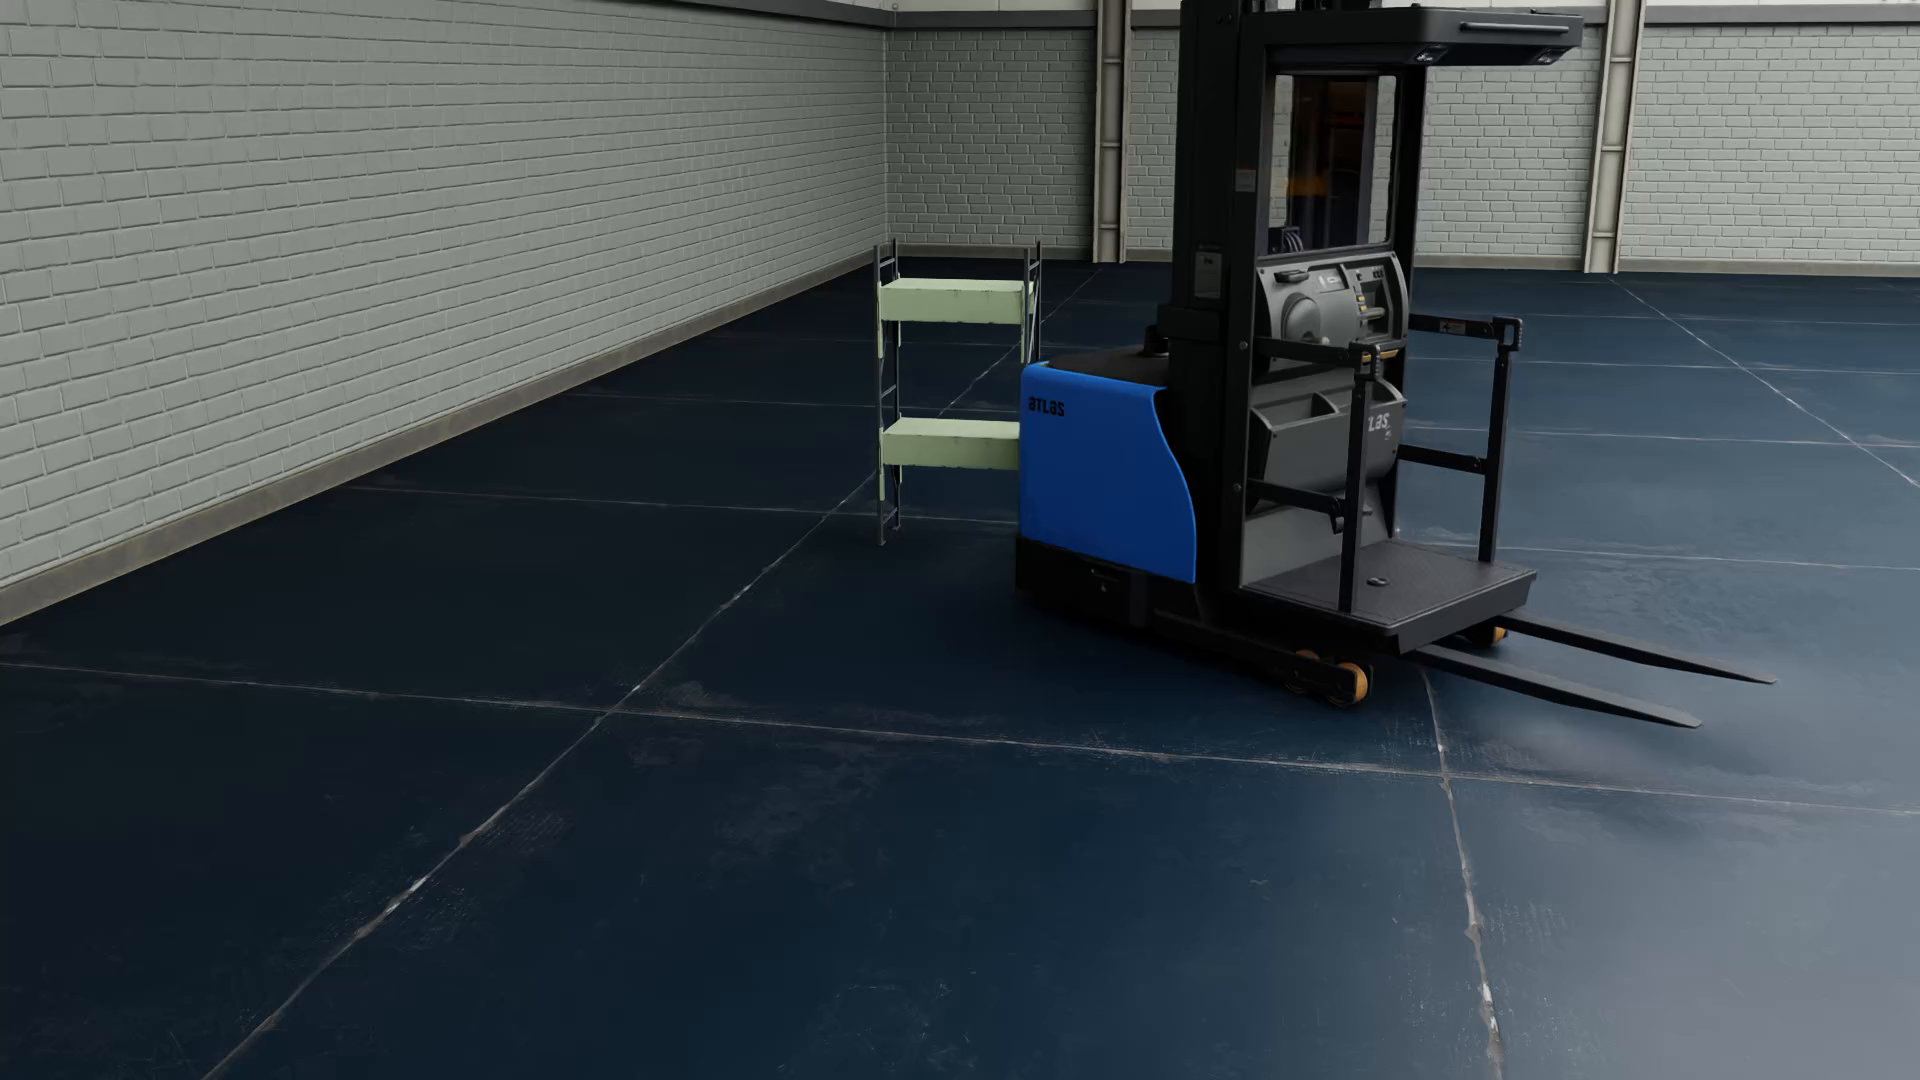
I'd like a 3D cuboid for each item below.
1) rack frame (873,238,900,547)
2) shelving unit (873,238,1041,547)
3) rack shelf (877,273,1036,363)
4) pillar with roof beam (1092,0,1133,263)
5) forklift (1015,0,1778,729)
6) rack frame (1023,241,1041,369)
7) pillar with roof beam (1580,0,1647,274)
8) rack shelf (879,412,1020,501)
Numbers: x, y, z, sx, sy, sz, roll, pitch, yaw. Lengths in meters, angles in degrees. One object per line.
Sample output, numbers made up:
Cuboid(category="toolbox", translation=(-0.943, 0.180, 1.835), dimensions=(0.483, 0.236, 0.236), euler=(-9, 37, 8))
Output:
Cuboid(category="rack frame", translation=(-0.365, -0.743, 8.363), dimensions=(0.023, 1.500, 0.400), euler=(3, 16, 11))
Cuboid(category="shelving unit", translation=(-0.007, -0.723, 8.293), dimensions=(0.755, 1.500, 0.431), euler=(3, 16, 11))
Cuboid(category="rack shelf", translation=(-0.007, -1.099, 8.189), dimensions=(0.720, 0.370, 0.431), euler=(3, 16, 11))
Cuboid(category="pillar with roof beam", translation=(1.068, -6.807, 16.208), dimensions=(0.400, 9.000, 9.100), euler=(3, 16, 11))
Cuboid(category="forklift", translation=(1.619, -0.941, 6.397), dimensions=(1.130, 2.935, 3.031), euler=(-14, 21, -41))
Cuboid(category="rack frame", translation=(0.352, -0.704, 8.223), dimensions=(0.023, 1.500, 0.400), euler=(3, 16, 11))
Cuboid(category="pillar with roof beam", translation=(6.948, -6.488, 15.055), dimensions=(0.400, 9.000, 9.100), euler=(3, 16, 11))
Cuboid(category="rack shelf", translation=(-0.007, -0.409, 8.380), dimensions=(0.720, 0.370, 0.431), euler=(3, 16, 11))
